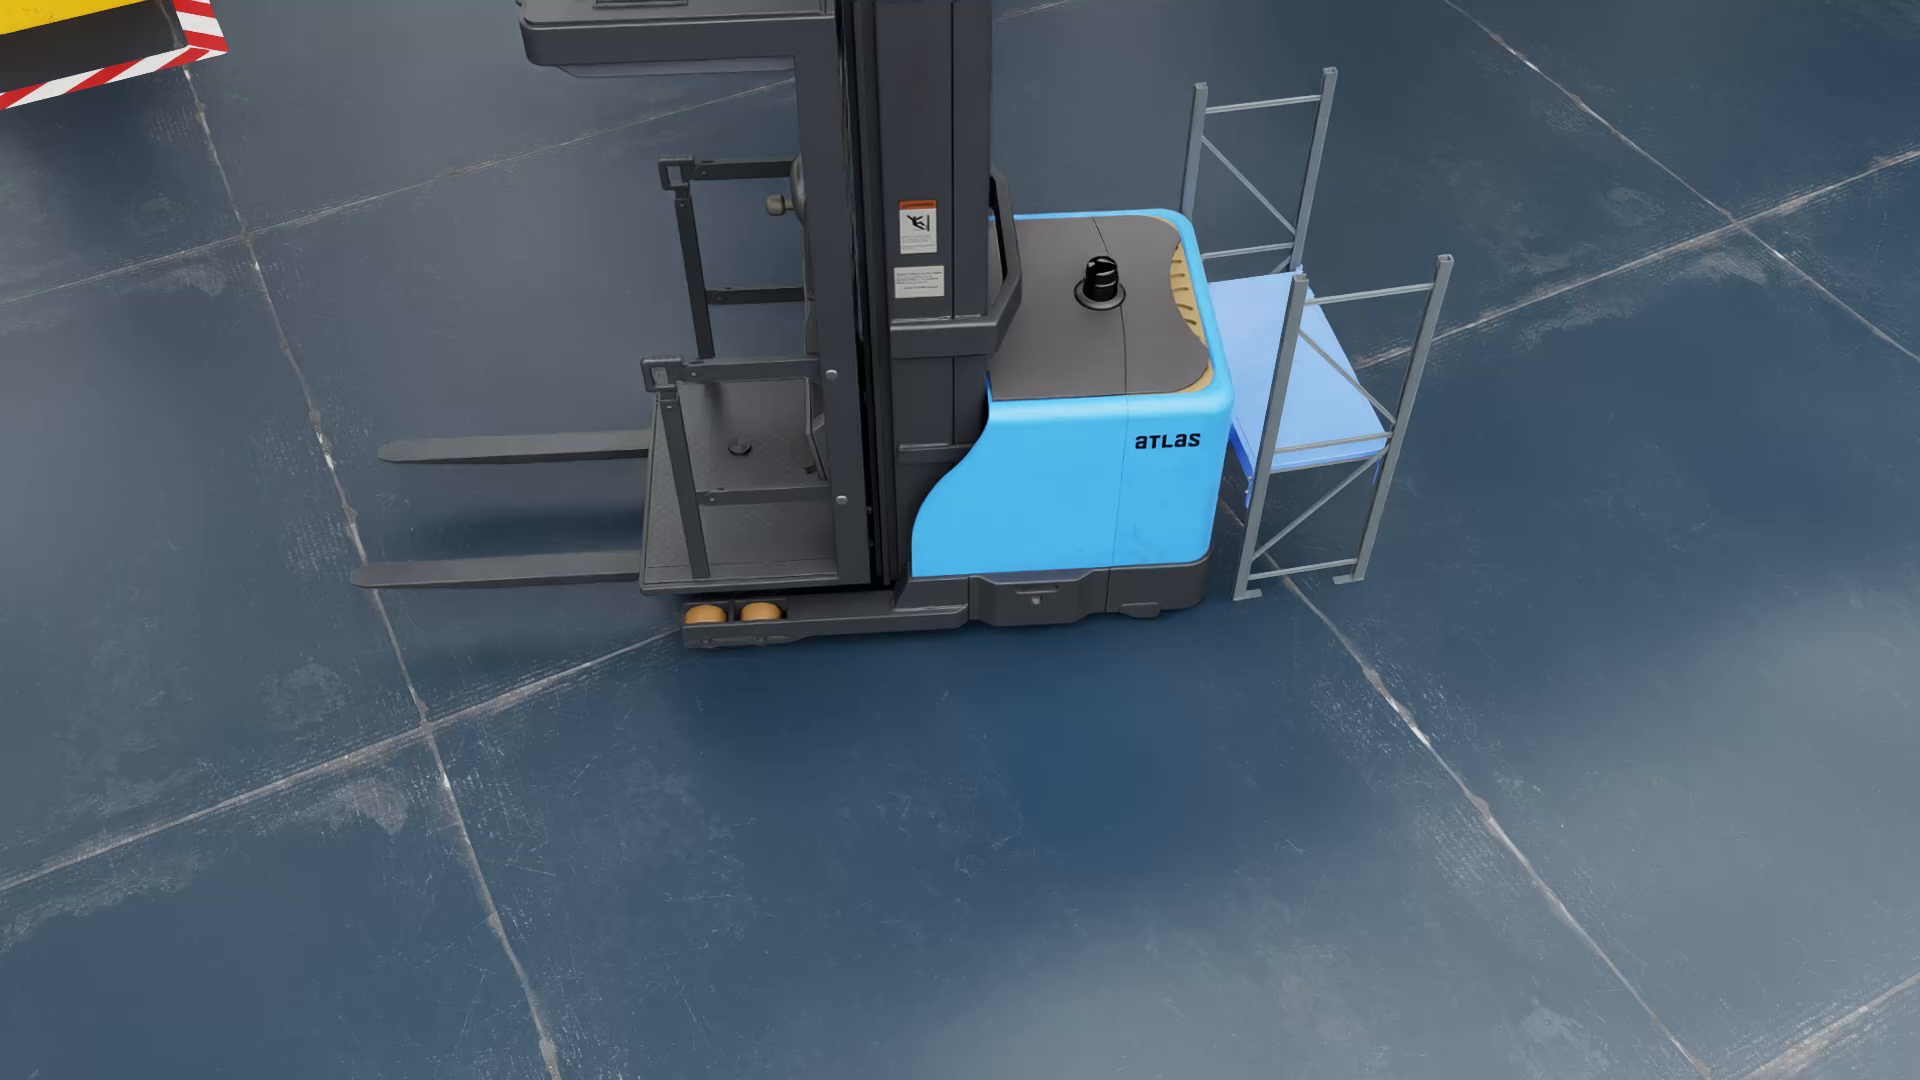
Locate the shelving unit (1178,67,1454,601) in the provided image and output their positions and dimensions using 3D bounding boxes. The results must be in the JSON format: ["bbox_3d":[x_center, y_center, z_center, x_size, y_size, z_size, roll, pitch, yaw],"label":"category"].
[{"bbox_3d":[1.137,-0.695,5.861,0.538,1.500,1.048,-9,49,-7],"label":"shelving unit"}]

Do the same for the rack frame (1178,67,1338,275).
[{"bbox_3d":[1.036,-1.070,6.190,0.500,1.500,0.032,-9,49,-7],"label":"rack frame"}]

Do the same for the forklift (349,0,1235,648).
[{"bbox_3d":[-0.651,-0.994,5.172,3.031,2.935,1.130,-3,49,-3],"label":"forklift"}]

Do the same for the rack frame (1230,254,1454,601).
[{"bbox_3d":[1.237,-0.320,5.533,0.500,1.500,0.032,-9,49,-7],"label":"rack frame"}]

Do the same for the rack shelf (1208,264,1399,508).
[{"bbox_3d":[1.137,-0.577,5.997,0.538,0.185,1.000,-9,49,-7],"label":"rack shelf"}]
